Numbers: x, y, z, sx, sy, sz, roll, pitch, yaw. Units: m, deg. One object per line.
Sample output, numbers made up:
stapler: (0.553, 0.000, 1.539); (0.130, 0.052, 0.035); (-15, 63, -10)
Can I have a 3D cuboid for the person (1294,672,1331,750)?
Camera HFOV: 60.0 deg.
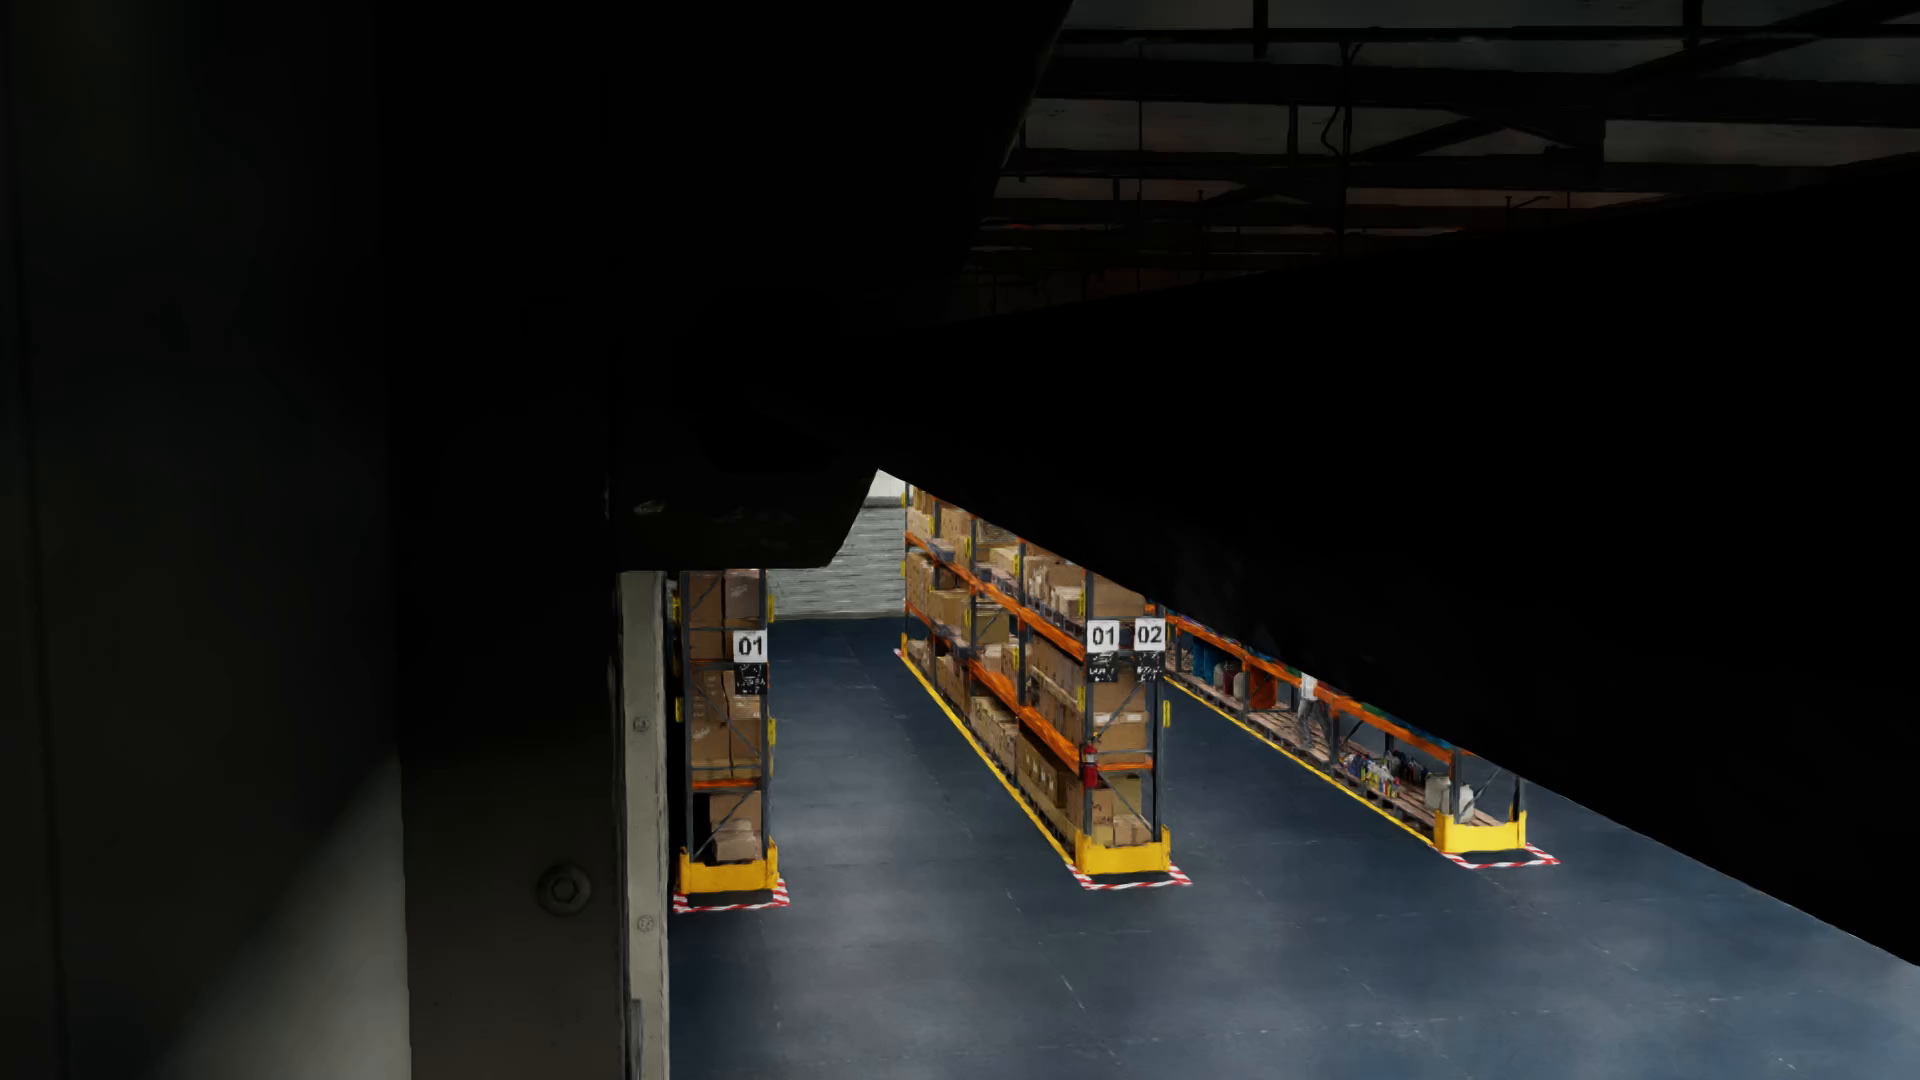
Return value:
person: (5.711, 2.512, 26.614); (0.573, 1.749, 0.683); (-3, 7, -28)
